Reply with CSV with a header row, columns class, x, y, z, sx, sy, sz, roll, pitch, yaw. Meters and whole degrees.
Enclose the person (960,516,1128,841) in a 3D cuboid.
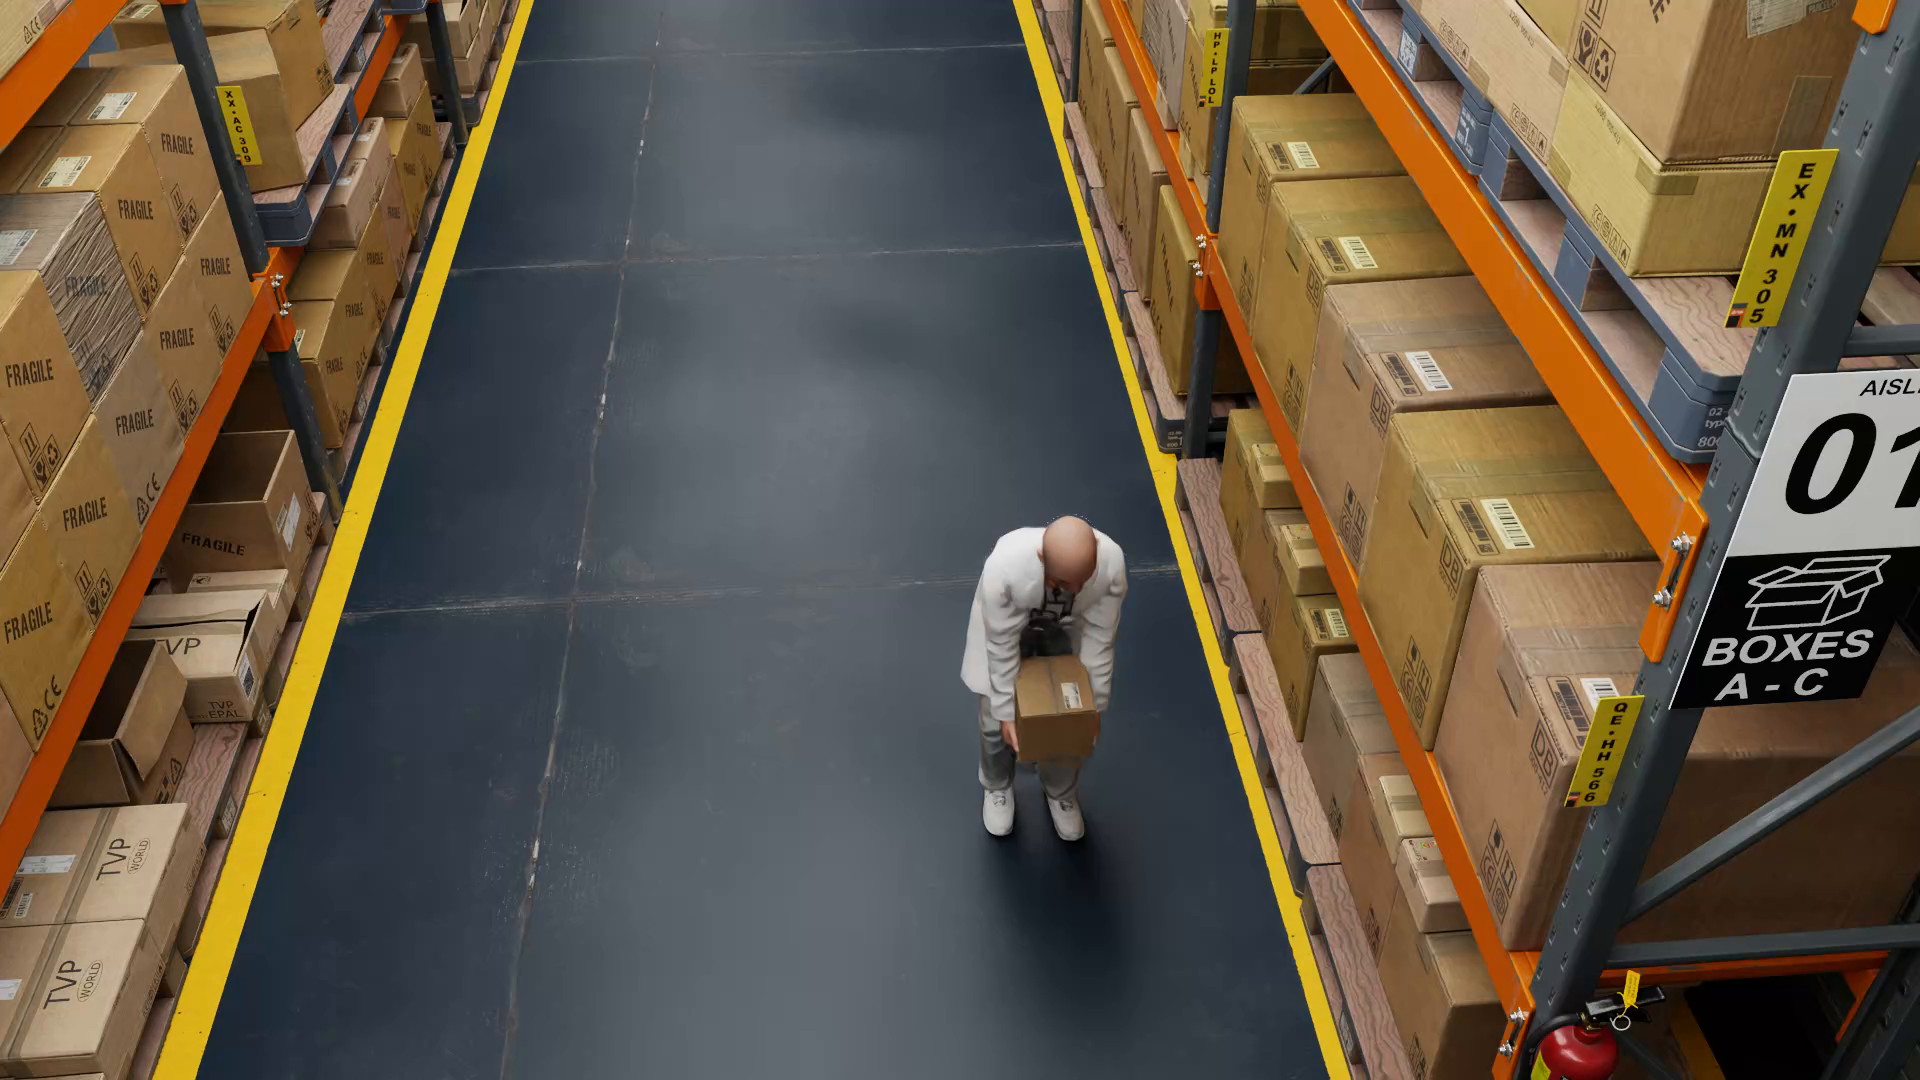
class,x,y,z,sx,sy,sz,roll,pitch,yaw
person,0.282,0.437,5.740,0.536,1.633,0.697,-5,39,-6
